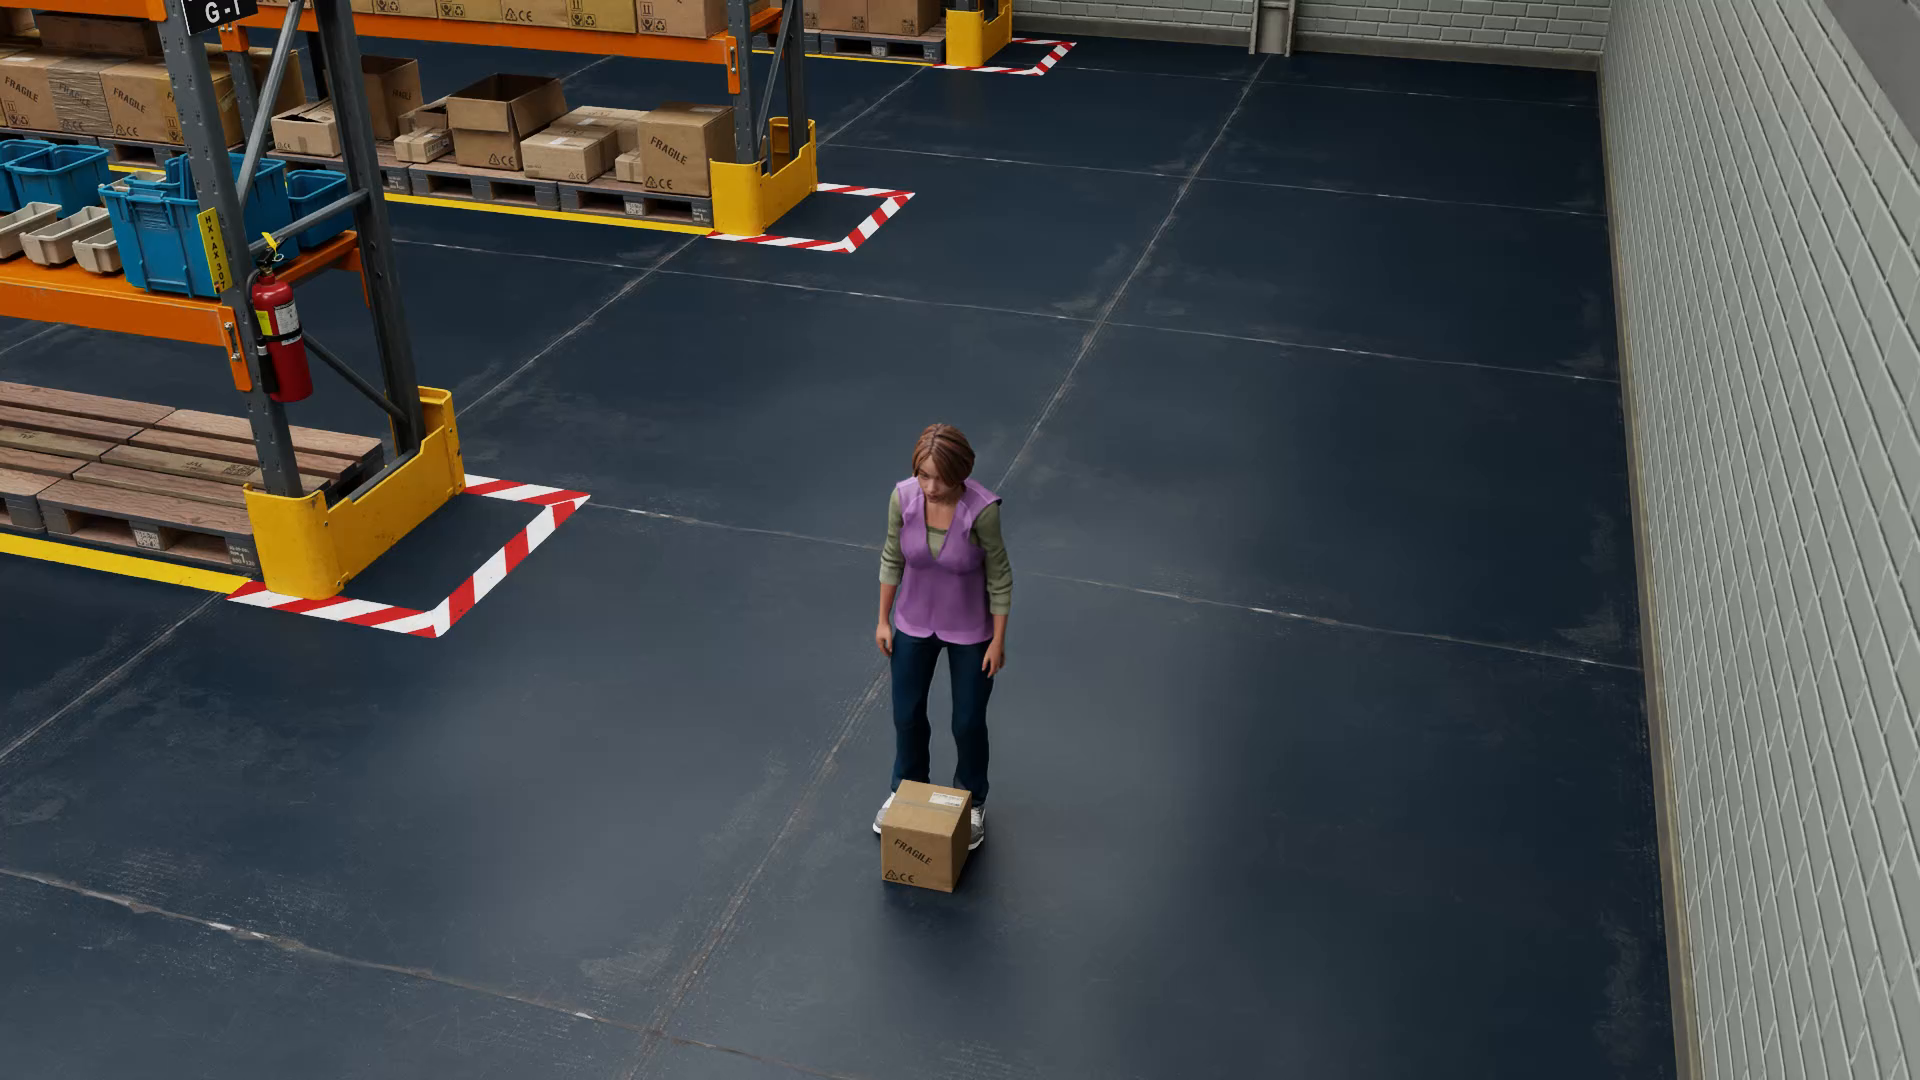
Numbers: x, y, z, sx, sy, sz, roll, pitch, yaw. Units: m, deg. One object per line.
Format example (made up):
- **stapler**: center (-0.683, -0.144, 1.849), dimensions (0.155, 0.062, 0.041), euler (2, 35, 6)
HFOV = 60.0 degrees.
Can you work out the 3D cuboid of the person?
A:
- **person**: center (-0.053, 0.400, 5.638), dimensions (0.460, 1.392, 0.338), euler (9, 31, 15)
